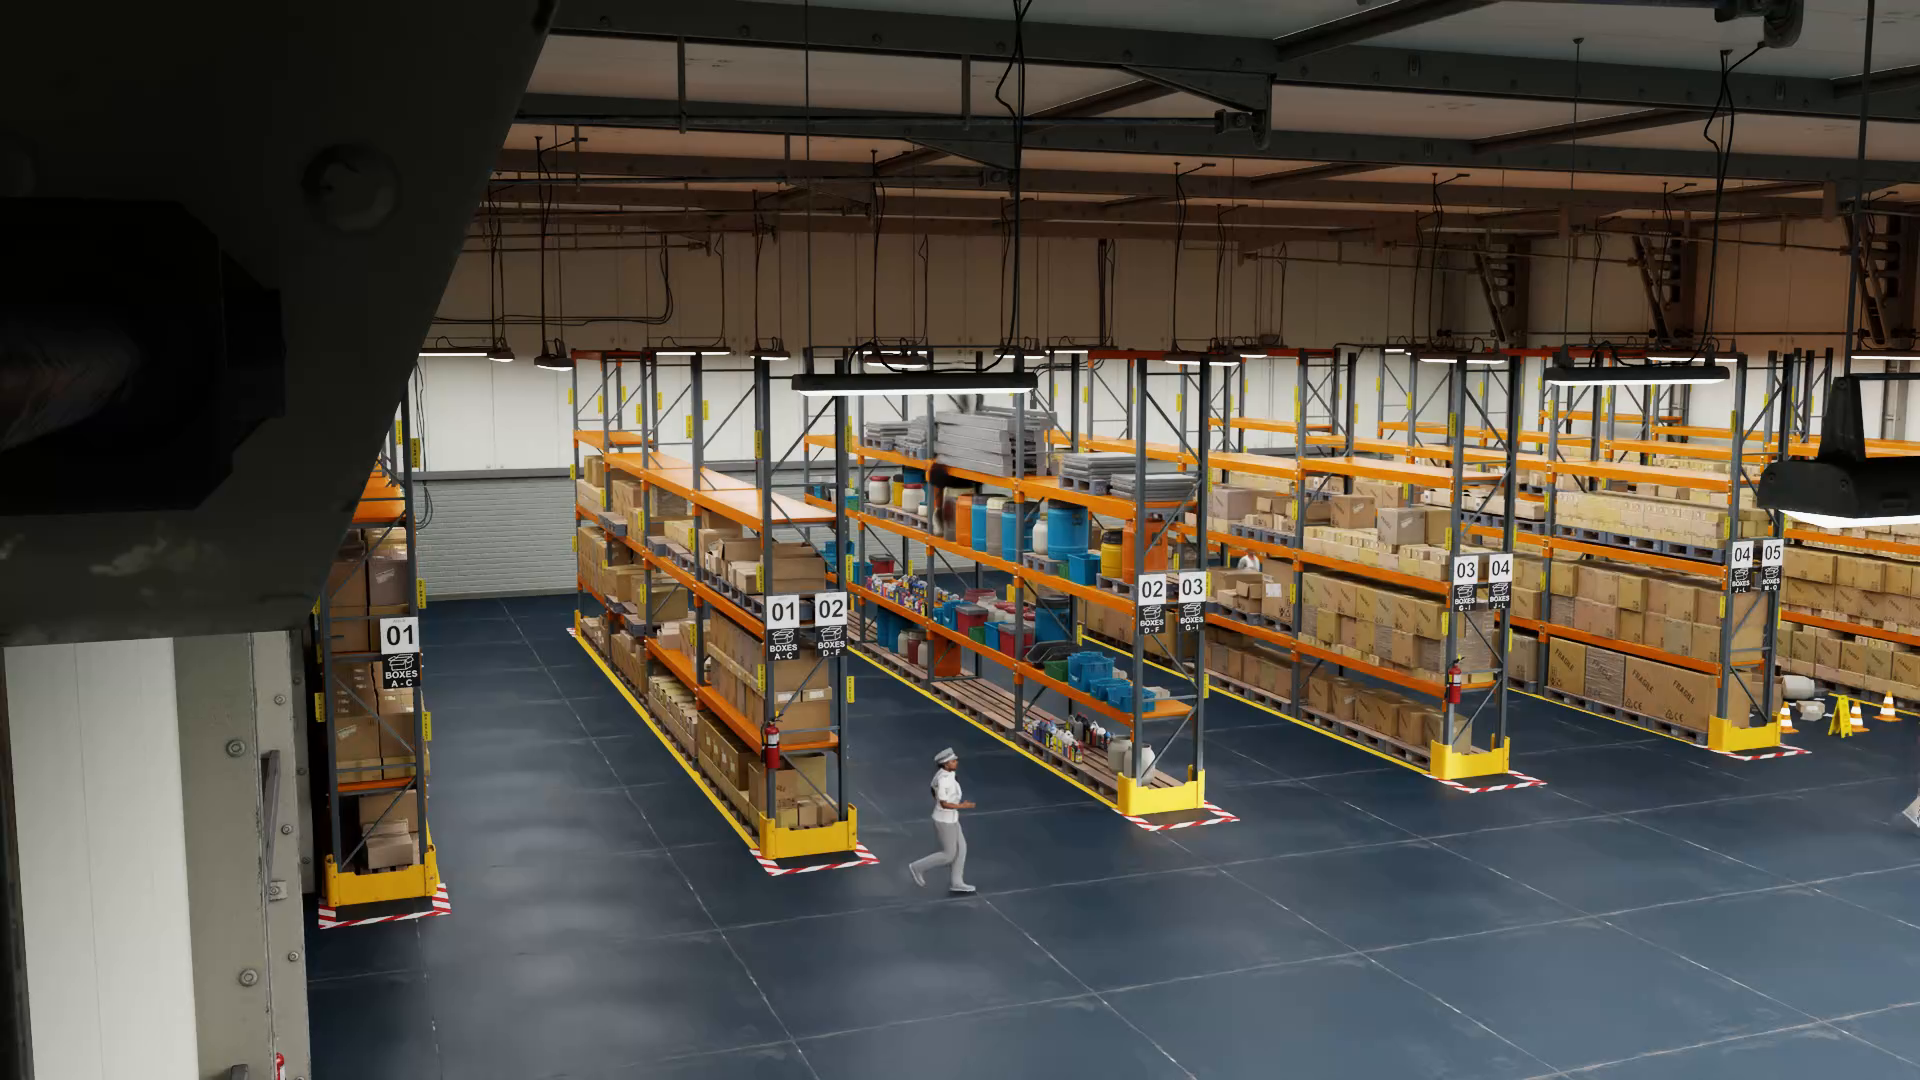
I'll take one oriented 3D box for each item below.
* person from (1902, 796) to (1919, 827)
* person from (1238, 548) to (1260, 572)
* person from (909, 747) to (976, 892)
[{"bbox_3d":[12.455,2.860,20.894,0.946,1.725,0.666,2,8,19],"label":"person"},{"bbox_3d":[6.245,0.977,35.761,0.639,1.819,0.828,-3,8,-22],"label":"person"},{"bbox_3d":[-0.198,3.167,18.837,0.758,1.663,0.581,0,7,1],"label":"person"}]
